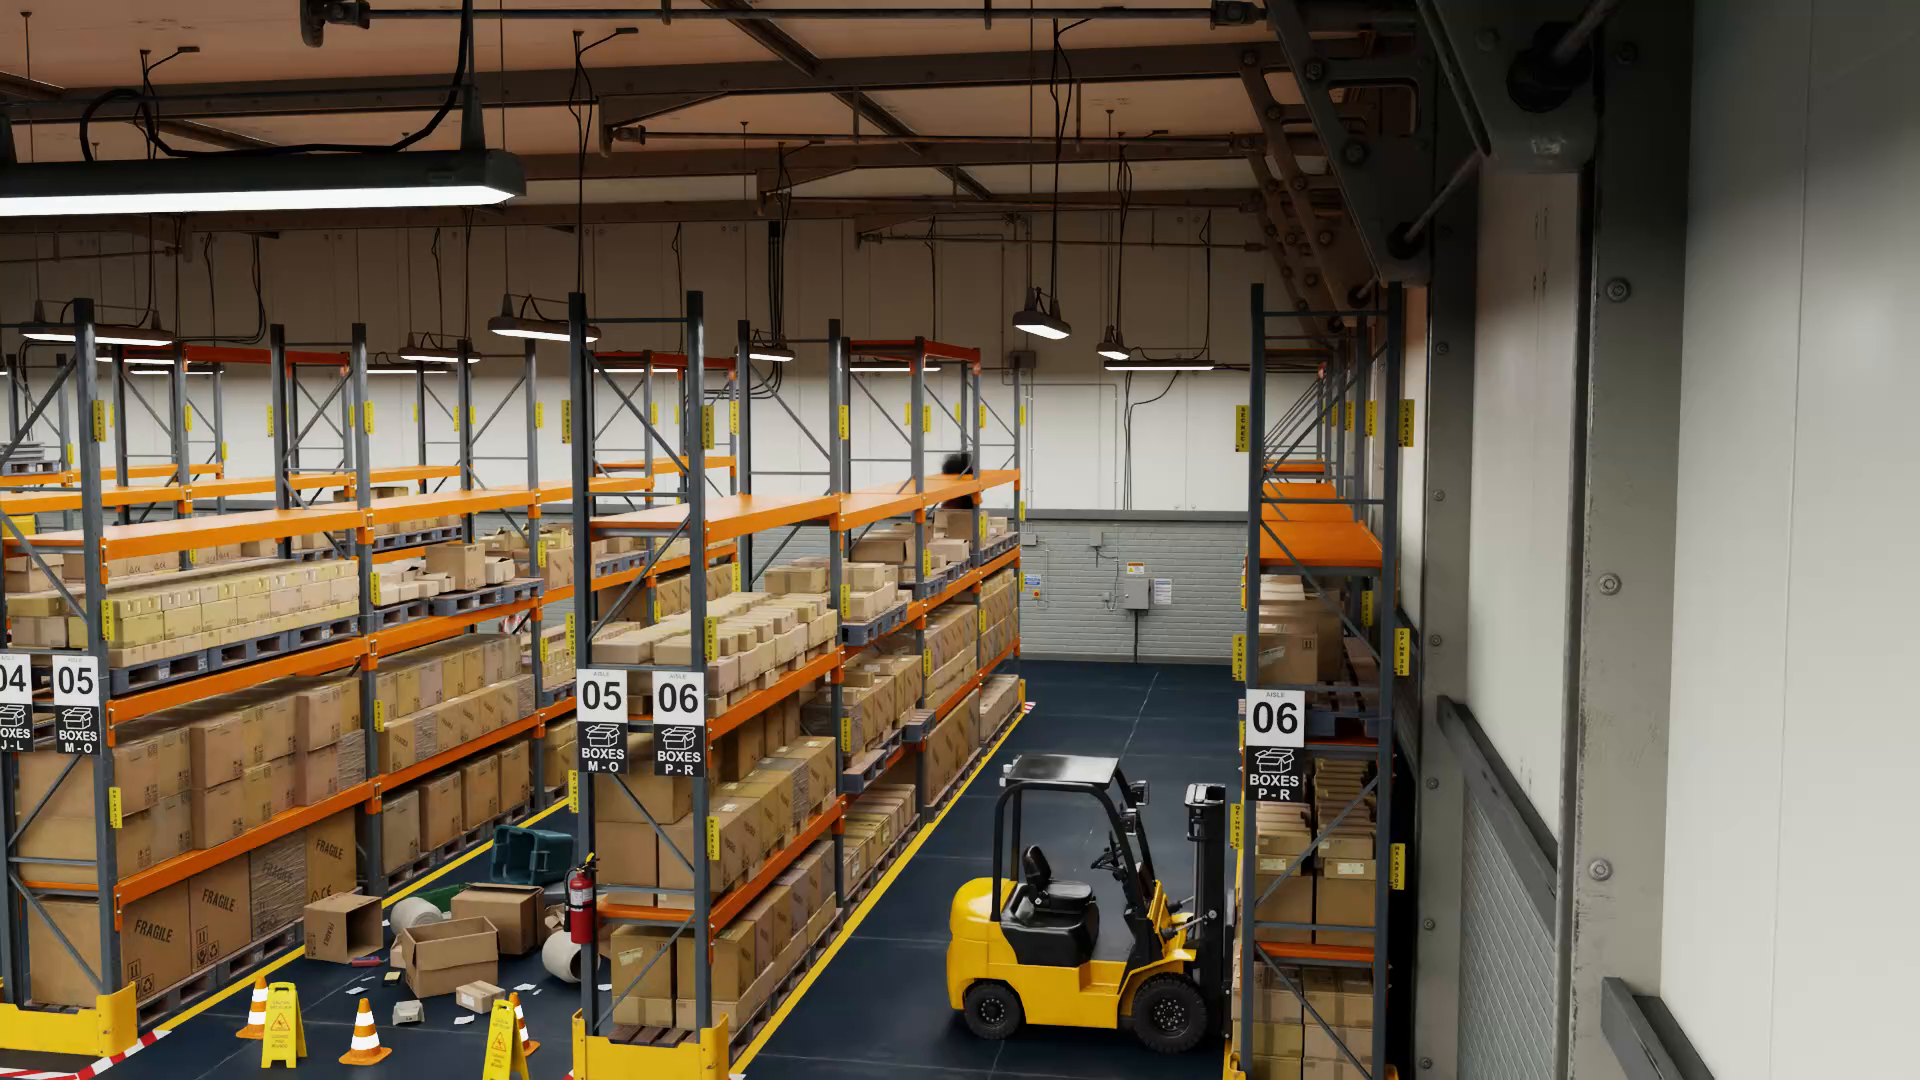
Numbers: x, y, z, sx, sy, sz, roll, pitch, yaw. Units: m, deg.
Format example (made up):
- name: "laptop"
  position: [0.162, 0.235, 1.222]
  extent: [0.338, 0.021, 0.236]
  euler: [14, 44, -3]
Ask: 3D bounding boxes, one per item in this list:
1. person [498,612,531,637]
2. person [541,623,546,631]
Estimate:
- name: "person"
  position: [-7.686, 1.971, 28.752]
  extent: [0.652, 1.844, 0.766]
  euler: [0, 5, -4]
- name: "person"
  position: [-6.635, 2.167, 26.932]
  extent: [0.745, 1.748, 1.097]
  euler: [0, 5, 6]
